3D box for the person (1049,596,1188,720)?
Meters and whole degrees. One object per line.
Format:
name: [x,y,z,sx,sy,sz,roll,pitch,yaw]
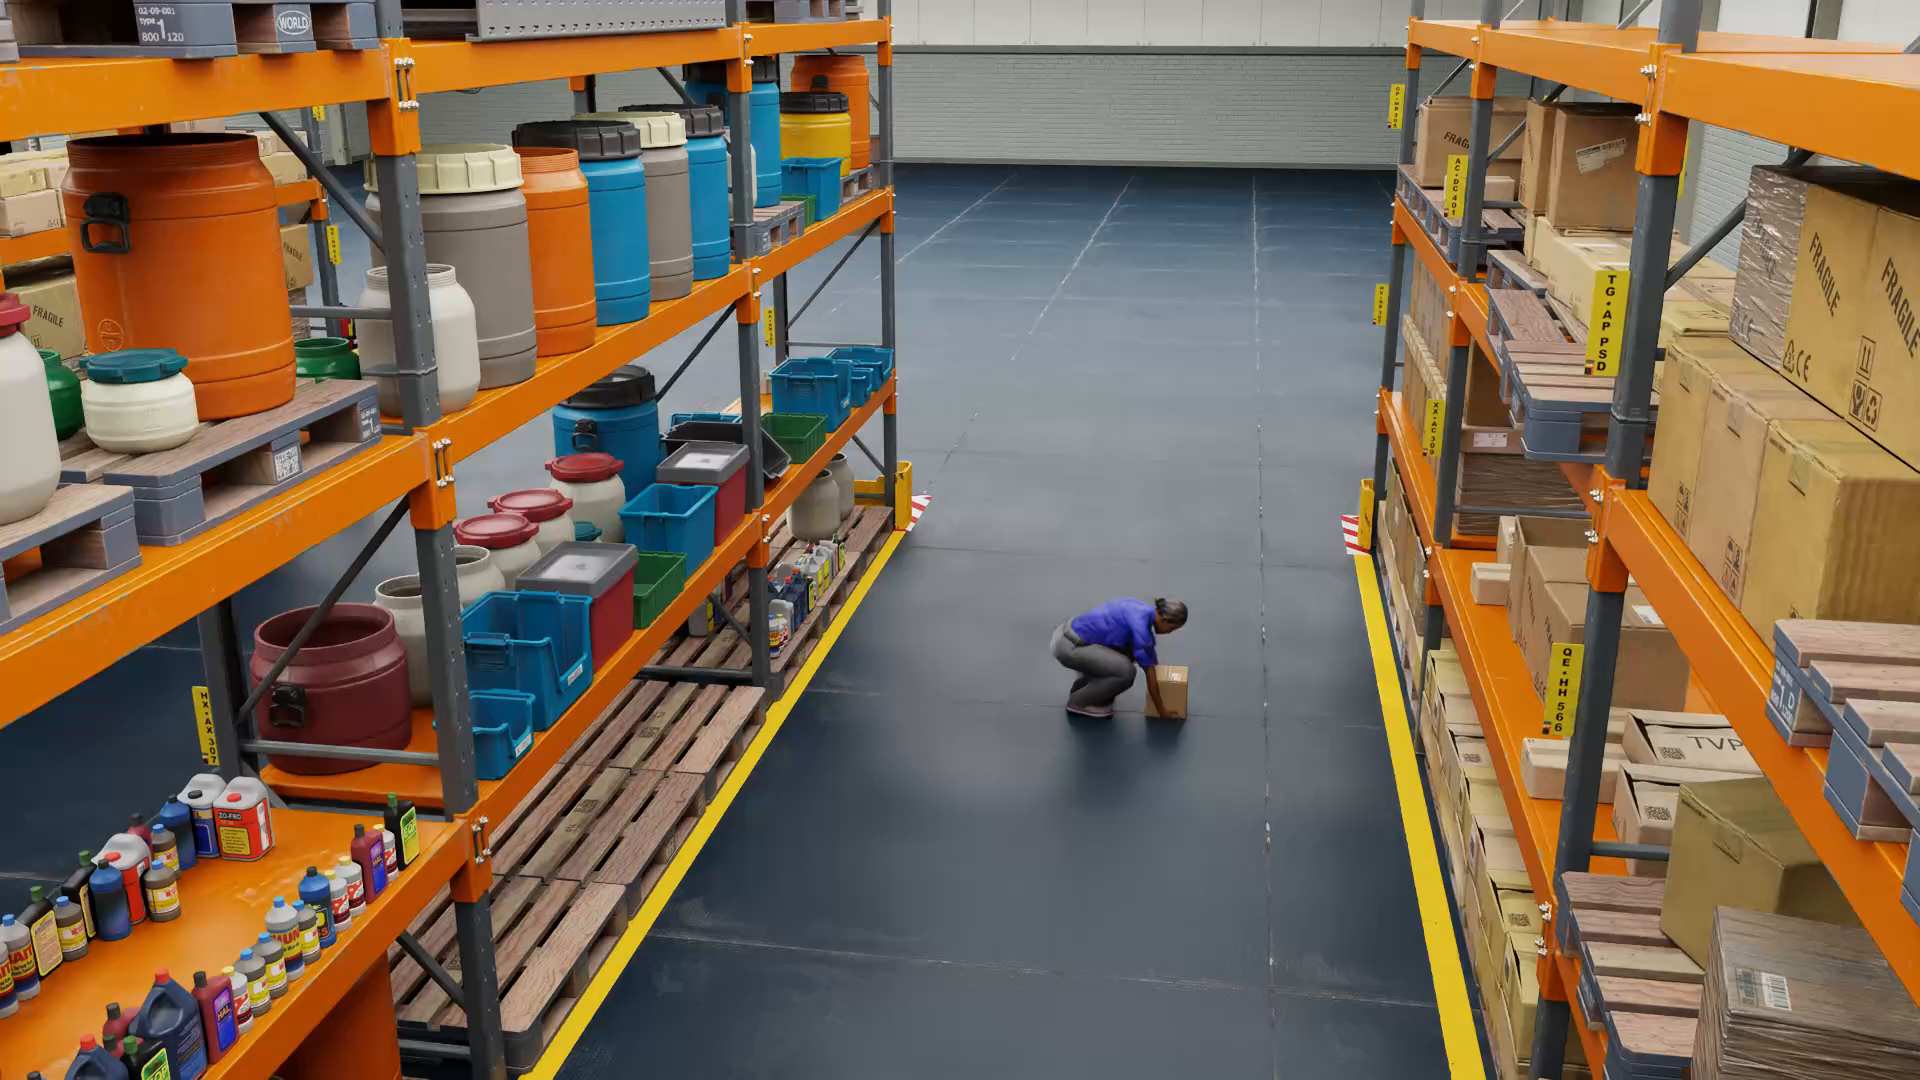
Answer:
person: [0.984,0.720,10.380,0.843,0.768,0.461,2,18,8]
